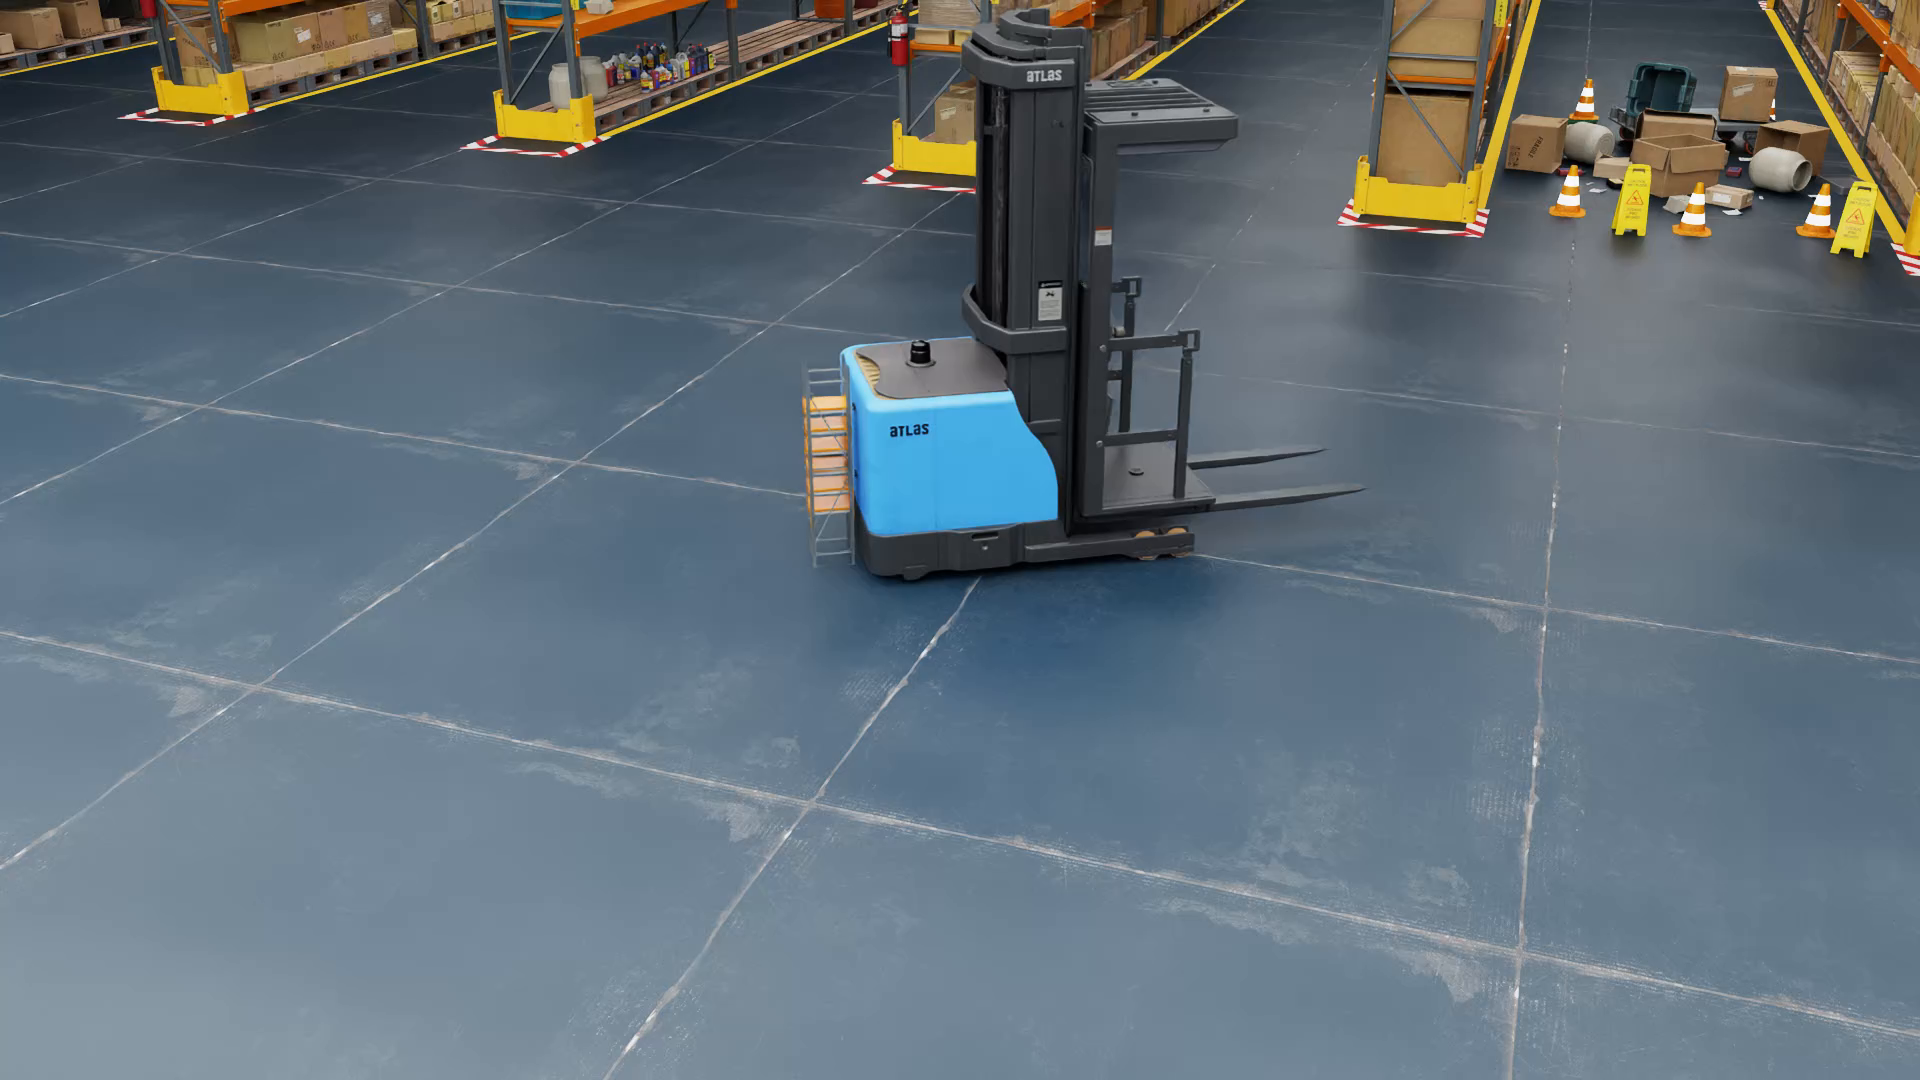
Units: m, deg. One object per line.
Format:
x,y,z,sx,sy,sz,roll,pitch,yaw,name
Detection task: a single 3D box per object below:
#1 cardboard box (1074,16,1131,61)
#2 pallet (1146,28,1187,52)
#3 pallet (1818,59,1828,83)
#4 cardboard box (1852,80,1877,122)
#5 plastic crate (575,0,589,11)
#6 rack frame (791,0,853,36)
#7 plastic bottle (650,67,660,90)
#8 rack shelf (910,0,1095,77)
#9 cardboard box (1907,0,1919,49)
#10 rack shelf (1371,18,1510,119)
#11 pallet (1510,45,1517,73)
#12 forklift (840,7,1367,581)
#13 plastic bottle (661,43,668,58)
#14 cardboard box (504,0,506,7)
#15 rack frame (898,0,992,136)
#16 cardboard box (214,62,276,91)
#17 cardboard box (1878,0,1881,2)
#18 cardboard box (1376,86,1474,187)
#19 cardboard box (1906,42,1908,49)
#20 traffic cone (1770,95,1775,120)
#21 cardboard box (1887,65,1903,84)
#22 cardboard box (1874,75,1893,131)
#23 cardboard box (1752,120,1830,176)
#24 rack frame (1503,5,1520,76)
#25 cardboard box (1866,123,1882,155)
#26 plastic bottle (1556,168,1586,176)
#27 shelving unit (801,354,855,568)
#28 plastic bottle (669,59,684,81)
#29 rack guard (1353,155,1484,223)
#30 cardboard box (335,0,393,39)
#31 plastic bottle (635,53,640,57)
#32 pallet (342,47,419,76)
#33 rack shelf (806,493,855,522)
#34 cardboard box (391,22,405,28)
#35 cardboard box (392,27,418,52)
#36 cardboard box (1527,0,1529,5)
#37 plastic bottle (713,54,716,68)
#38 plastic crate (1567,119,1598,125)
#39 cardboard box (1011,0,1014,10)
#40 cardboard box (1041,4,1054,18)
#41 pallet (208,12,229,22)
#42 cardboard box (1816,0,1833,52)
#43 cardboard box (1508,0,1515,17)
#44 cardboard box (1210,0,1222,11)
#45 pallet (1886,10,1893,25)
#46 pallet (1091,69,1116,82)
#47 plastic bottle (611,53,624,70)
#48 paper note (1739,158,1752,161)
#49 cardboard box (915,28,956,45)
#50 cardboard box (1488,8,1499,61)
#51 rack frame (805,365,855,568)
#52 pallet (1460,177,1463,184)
1.944,-6.952,23.029,0.700,0.500,0.500,11,28,22,cardboard box
2.836,-7.679,25.367,1.003,0.211,1.213,9,27,17,pallet
12.181,-6.242,22.399,1.003,0.211,1.213,9,27,17,pallet
10.925,-5.058,19.288,0.950,0.372,0.625,11,28,21,cardboard box
-4.725,-6.500,19.903,0.499,0.251,0.408,9,27,17,plastic crate
-2.168,-9.339,25.597,1.000,3.000,0.127,9,27,17,rack frame
-3.841,-5.817,20.935,0.061,0.283,0.133,9,27,18,plastic bottle
0.506,-5.831,19.177,1.077,0.370,4.000,9,27,17,rack shelf
9.783,-5.164,16.518,0.500,0.500,0.500,9,27,17,cardboard box
5.149,-5.071,17.606,1.077,0.370,4.000,9,27,17,rack shelf
7.408,-6.926,23.812,1.003,0.211,1.213,9,27,17,pallet
0.868,-1.418,9.316,3.031,2.935,1.130,-6,26,-12,forklift
-4.019,-6.598,22.561,0.097,0.271,0.097,0,26,0,plastic bottle
-7.286,-8.385,25.655,0.500,0.311,0.500,10,27,19,cardboard box
-0.160,-5.333,17.323,1.000,3.000,0.127,9,27,17,rack frame
-9.112,-5.911,21.190,0.500,0.250,0.500,9,27,17,cardboard box
10.665,-6.190,18.898,0.380,0.149,0.250,9,27,18,cardboard box
4.647,-4.093,16.719,0.875,0.875,0.875,9,27,18,cardboard box
10.014,-5.119,17.169,0.380,0.149,0.250,9,27,17,cardboard box
9.609,-5.111,19.775,0.336,0.463,0.334,9,27,17,traffic cone
9.967,-4.875,17.445,0.380,0.149,0.250,9,27,18,cardboard box
10.066,-4.626,17.674,0.500,0.500,0.500,10,28,20,cardboard box
8.877,-4.173,17.792,0.500,0.500,0.500,-14,29,-27,cardboard box
7.146,-7.860,22.542,1.000,3.000,0.127,9,27,17,rack frame
10.066,-4.288,17.838,0.500,0.250,0.500,7,27,15,cardboard box
6.558,-3.947,17.833,0.283,0.061,0.133,0,26,-1,plastic bottle
-0.731,-0.430,9.261,0.258,1.200,0.189,-5,26,-10,shelving unit
-3.671,-6.083,21.493,0.152,0.276,0.135,9,27,18,plastic bottle
4.476,-3.438,16.276,1.175,0.500,0.348,9,27,17,rack guard
-8.295,-7.278,23.153,0.500,0.500,0.500,9,27,17,cardboard box
-4.236,-6.250,21.843,0.097,0.271,0.097,0,26,0,plastic bottle
-8.473,-6.839,23.634,1.003,0.211,1.213,9,27,17,pallet
-0.731,-0.174,9.385,0.258,0.103,0.180,-5,26,-10,rack shelf
-8.305,-7.579,24.635,0.500,0.250,0.500,8,27,17,cardboard box
-8.117,-7.144,23.737,0.500,0.250,0.500,9,27,17,cardboard box
8.900,-8.646,26.614,0.380,0.149,0.250,10,28,20,cardboard box
-3.326,-6.440,22.314,0.097,0.201,0.097,0,26,0,plastic bottle
6.993,-4.715,19.207,0.662,0.188,0.450,-20,23,-36,plastic crate
0.102,-5.957,18.155,0.875,0.500,0.500,9,27,17,cardboard box
0.864,-6.119,19.234,0.380,0.149,0.250,9,27,17,cardboard box
-12.180,-8.700,27.477,1.003,0.211,1.213,9,27,17,pallet
12.755,-7.422,23.592,0.875,0.875,0.875,10,27,19,cardboard box
6.244,-6.438,19.491,0.500,0.500,0.500,9,27,18,cardboard box
3.639,-9.231,27.330,1.225,0.875,0.875,9,27,18,cardboard box
10.908,-5.747,18.397,1.003,0.211,1.213,9,27,17,pallet
1.429,-6.042,21.987,1.003,0.211,1.213,9,27,17,pallet
-4.425,-6.101,21.443,0.144,0.351,0.185,10,28,20,plastic bottle
8.731,-4.233,18.458,0.148,0.019,0.142,9,27,17,paper note
-0.260,-5.367,17.682,0.380,0.149,0.250,9,27,17,cardboard box
5.032,-5.240,16.959,0.875,0.550,0.550,9,27,17,cardboard box
-0.714,-0.391,9.180,0.240,1.200,0.006,-5,26,-10,rack frame
4.676,-3.657,17.062,1.003,0.211,1.213,9,27,17,pallet
